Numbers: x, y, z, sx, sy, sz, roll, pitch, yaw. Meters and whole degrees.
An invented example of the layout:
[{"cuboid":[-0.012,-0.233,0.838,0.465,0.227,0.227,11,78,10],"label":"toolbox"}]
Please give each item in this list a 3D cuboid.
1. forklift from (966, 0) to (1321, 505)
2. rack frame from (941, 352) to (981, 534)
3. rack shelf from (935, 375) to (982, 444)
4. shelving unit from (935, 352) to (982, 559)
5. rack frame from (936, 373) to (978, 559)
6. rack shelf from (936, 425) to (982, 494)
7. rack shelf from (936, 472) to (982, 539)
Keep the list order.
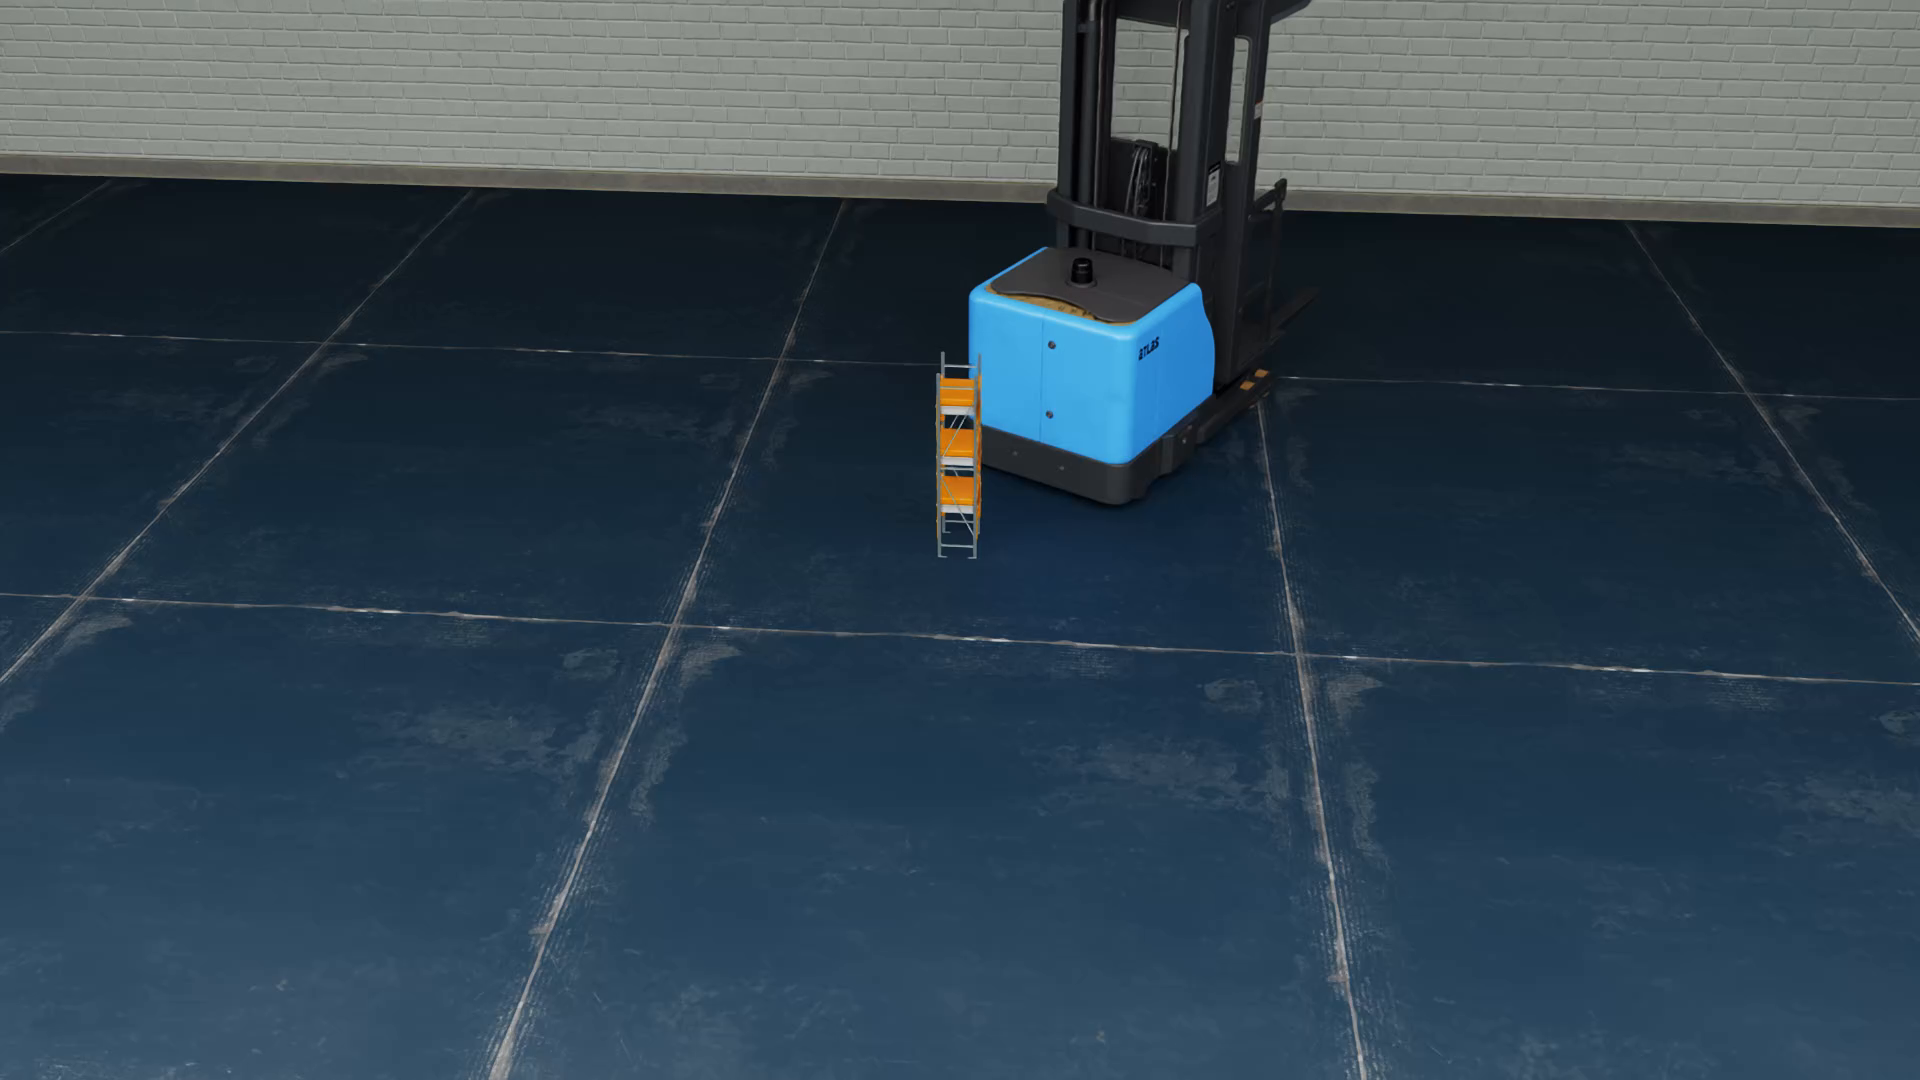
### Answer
[{"cuboid":[1.273,-2.166,9.471,1.130,2.935,3.031,19,37,28],"label":"forklift"},{"cuboid":[0.006,-0.483,8.533,0.200,1.050,0.008,2,32,4],"label":"rack frame"},{"cuboid":[-0.004,-0.652,8.286,0.215,0.259,0.240,2,32,4],"label":"rack shelf"},{"cuboid":[-0.004,-0.419,8.429,0.215,1.050,0.252,2,32,4],"label":"shelving unit"},{"cuboid":[-0.014,-0.355,8.326,0.200,1.050,0.008,2,32,4],"label":"rack frame"},{"cuboid":[-0.004,-0.410,8.435,0.215,0.259,0.240,2,32,4],"label":"rack shelf"},{"cuboid":[-0.004,-0.173,8.581,0.215,0.259,0.240,2,32,4],"label":"rack shelf"}]
